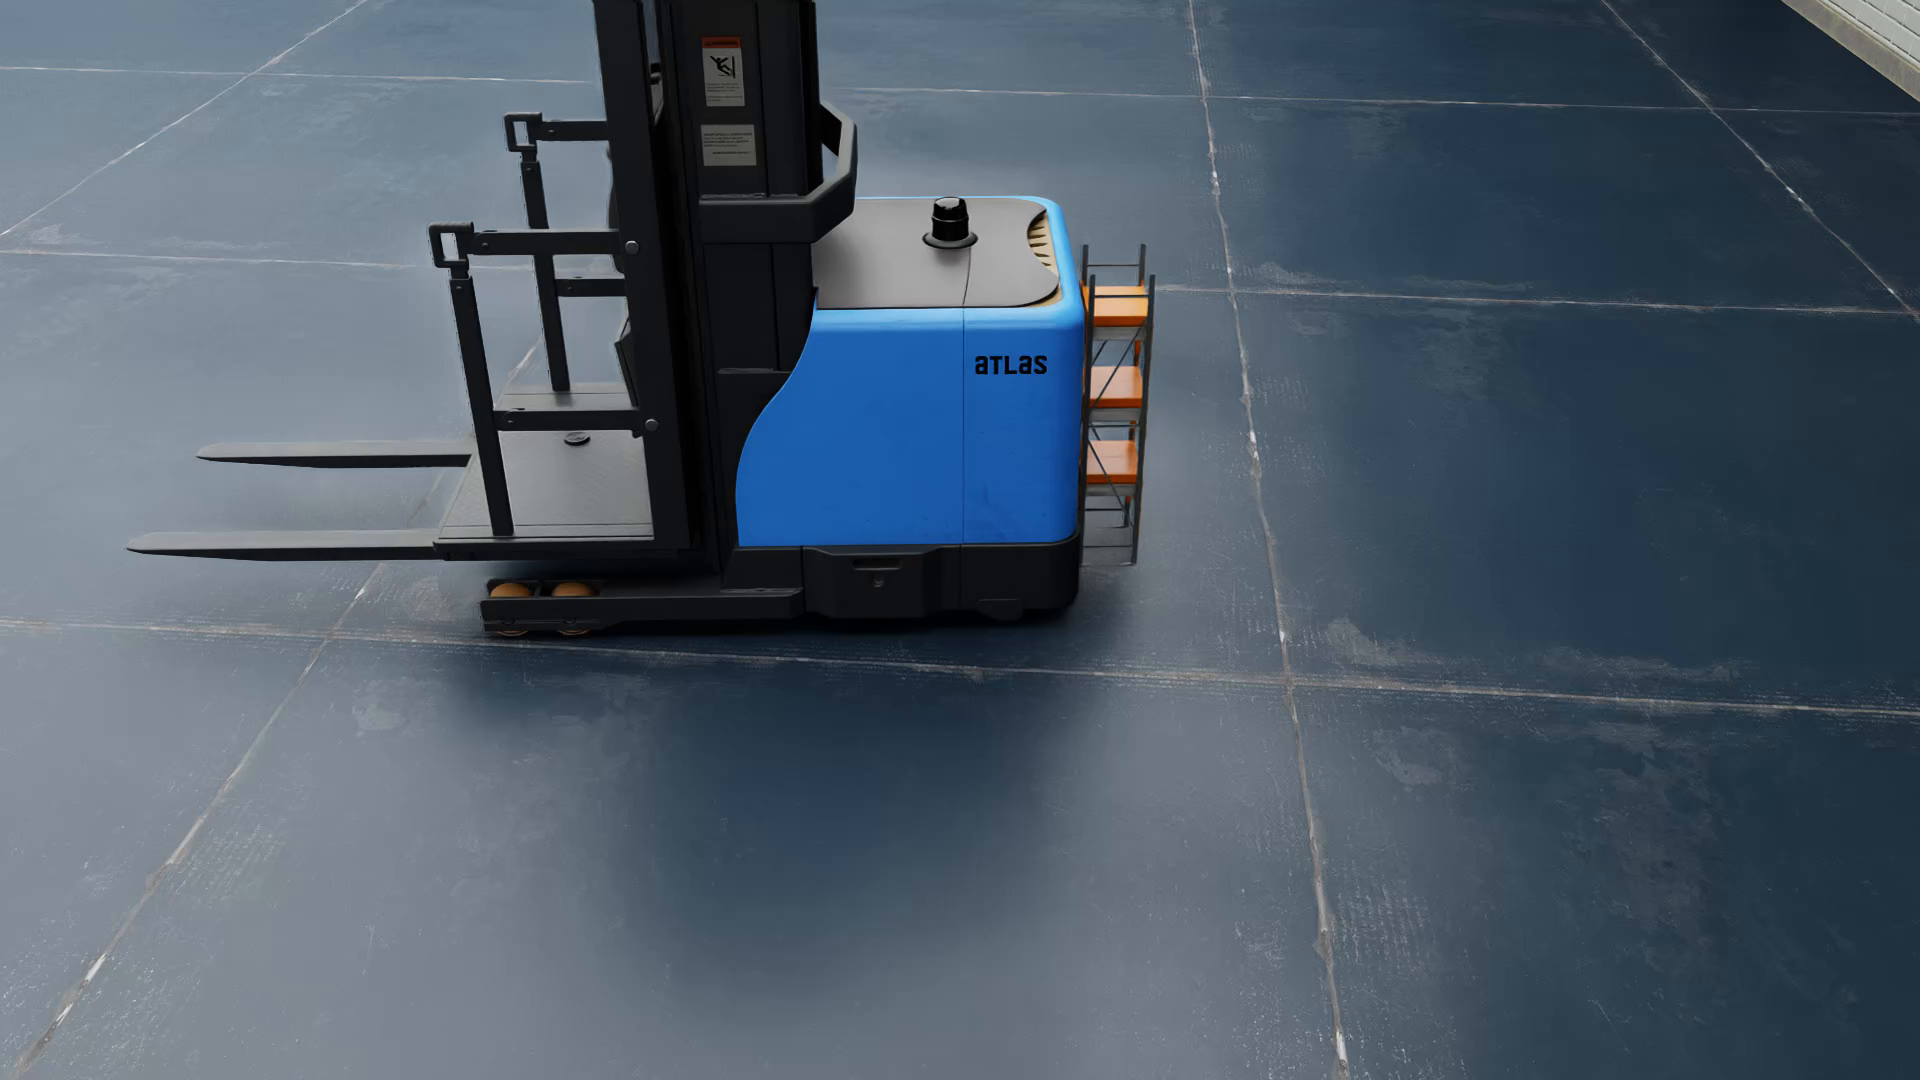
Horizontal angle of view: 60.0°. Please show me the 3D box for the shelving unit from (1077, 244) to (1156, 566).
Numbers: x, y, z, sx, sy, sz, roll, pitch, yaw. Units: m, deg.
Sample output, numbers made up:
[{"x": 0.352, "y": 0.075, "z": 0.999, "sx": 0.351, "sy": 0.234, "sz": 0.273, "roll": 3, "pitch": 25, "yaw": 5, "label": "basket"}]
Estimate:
[{"x": 0.492, "y": -0.426, "z": 5.441, "sx": 0.215, "sy": 1.050, "sz": 0.252, "roll": -1, "pitch": 32, "yaw": -1, "label": "shelving unit"}]

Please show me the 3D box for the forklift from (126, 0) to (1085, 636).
[{"x": -1.146, "y": -1.225, "z": 4.944, "sx": 3.031, "sy": 2.935, "sz": 1.130, "roll": -1, "pitch": 32, "yaw": -1, "label": "forklift"}]

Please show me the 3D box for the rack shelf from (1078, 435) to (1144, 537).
[{"x": 0.492, "y": -0.180, "z": 5.592, "sx": 0.215, "sy": 0.259, "sz": 0.240, "roll": -1, "pitch": 32, "yaw": -1, "label": "rack shelf"}]

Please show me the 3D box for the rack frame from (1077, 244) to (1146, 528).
[{"x": 0.489, "y": -0.490, "z": 5.544, "sx": 0.200, "sy": 1.050, "sz": 0.008, "roll": -1, "pitch": 32, "yaw": -1, "label": "rack frame"}]

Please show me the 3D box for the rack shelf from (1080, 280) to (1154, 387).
[{"x": 0.492, "y": -0.659, "z": 5.297, "sx": 0.215, "sy": 0.259, "sz": 0.240, "roll": -1, "pitch": 32, "yaw": -1, "label": "rack shelf"}]

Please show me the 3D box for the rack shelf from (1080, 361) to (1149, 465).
[{"x": 0.492, "y": -0.417, "z": 5.446, "sx": 0.215, "sy": 0.259, "sz": 0.240, "roll": -1, "pitch": 32, "yaw": -1, "label": "rack shelf"}]

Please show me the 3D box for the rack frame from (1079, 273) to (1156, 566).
[{"x": 0.495, "y": -0.362, "z": 5.337, "sx": 0.200, "sy": 1.050, "sz": 0.008, "roll": -1, "pitch": 32, "yaw": -1, "label": "rack frame"}]
